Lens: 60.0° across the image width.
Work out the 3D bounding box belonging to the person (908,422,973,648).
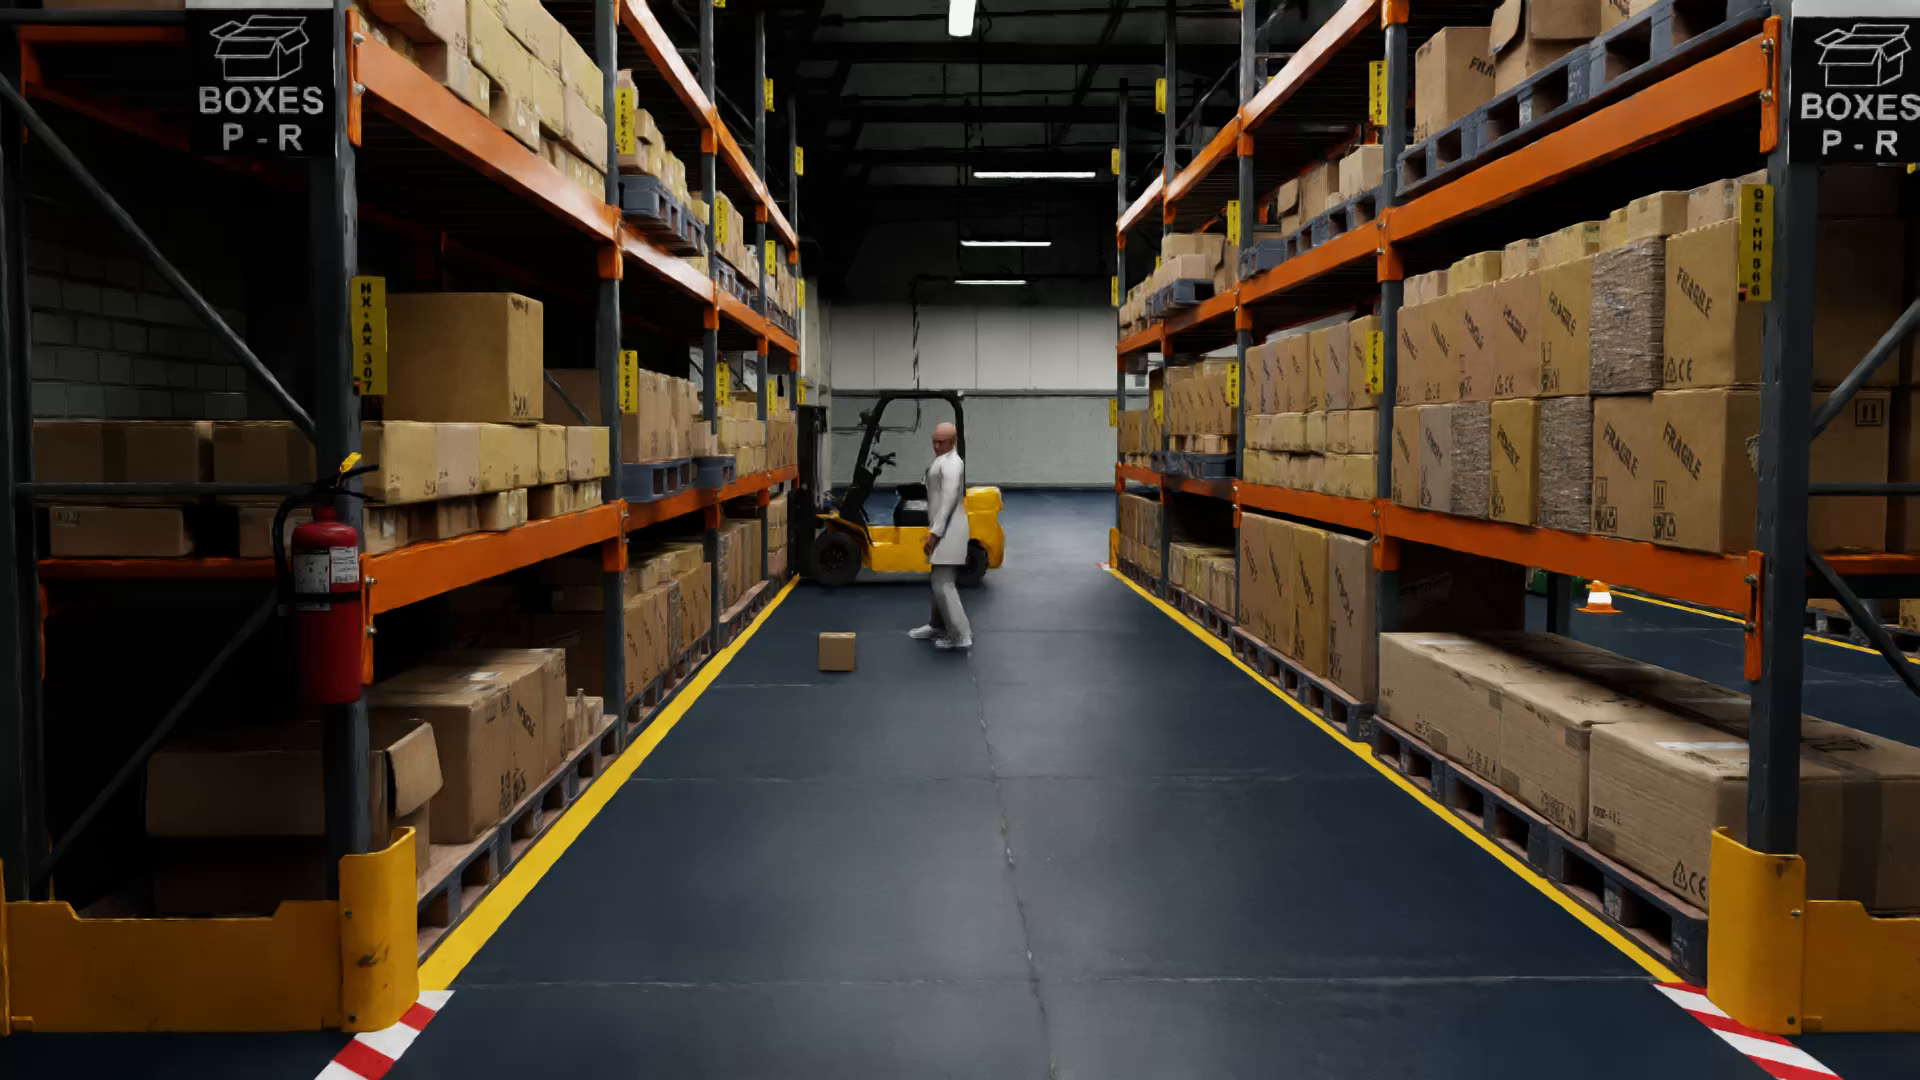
[{"bbox_3d":[-0.168,-0.042,13.097,0.609,1.766,0.683,1,4,11],"label":"person"}]
